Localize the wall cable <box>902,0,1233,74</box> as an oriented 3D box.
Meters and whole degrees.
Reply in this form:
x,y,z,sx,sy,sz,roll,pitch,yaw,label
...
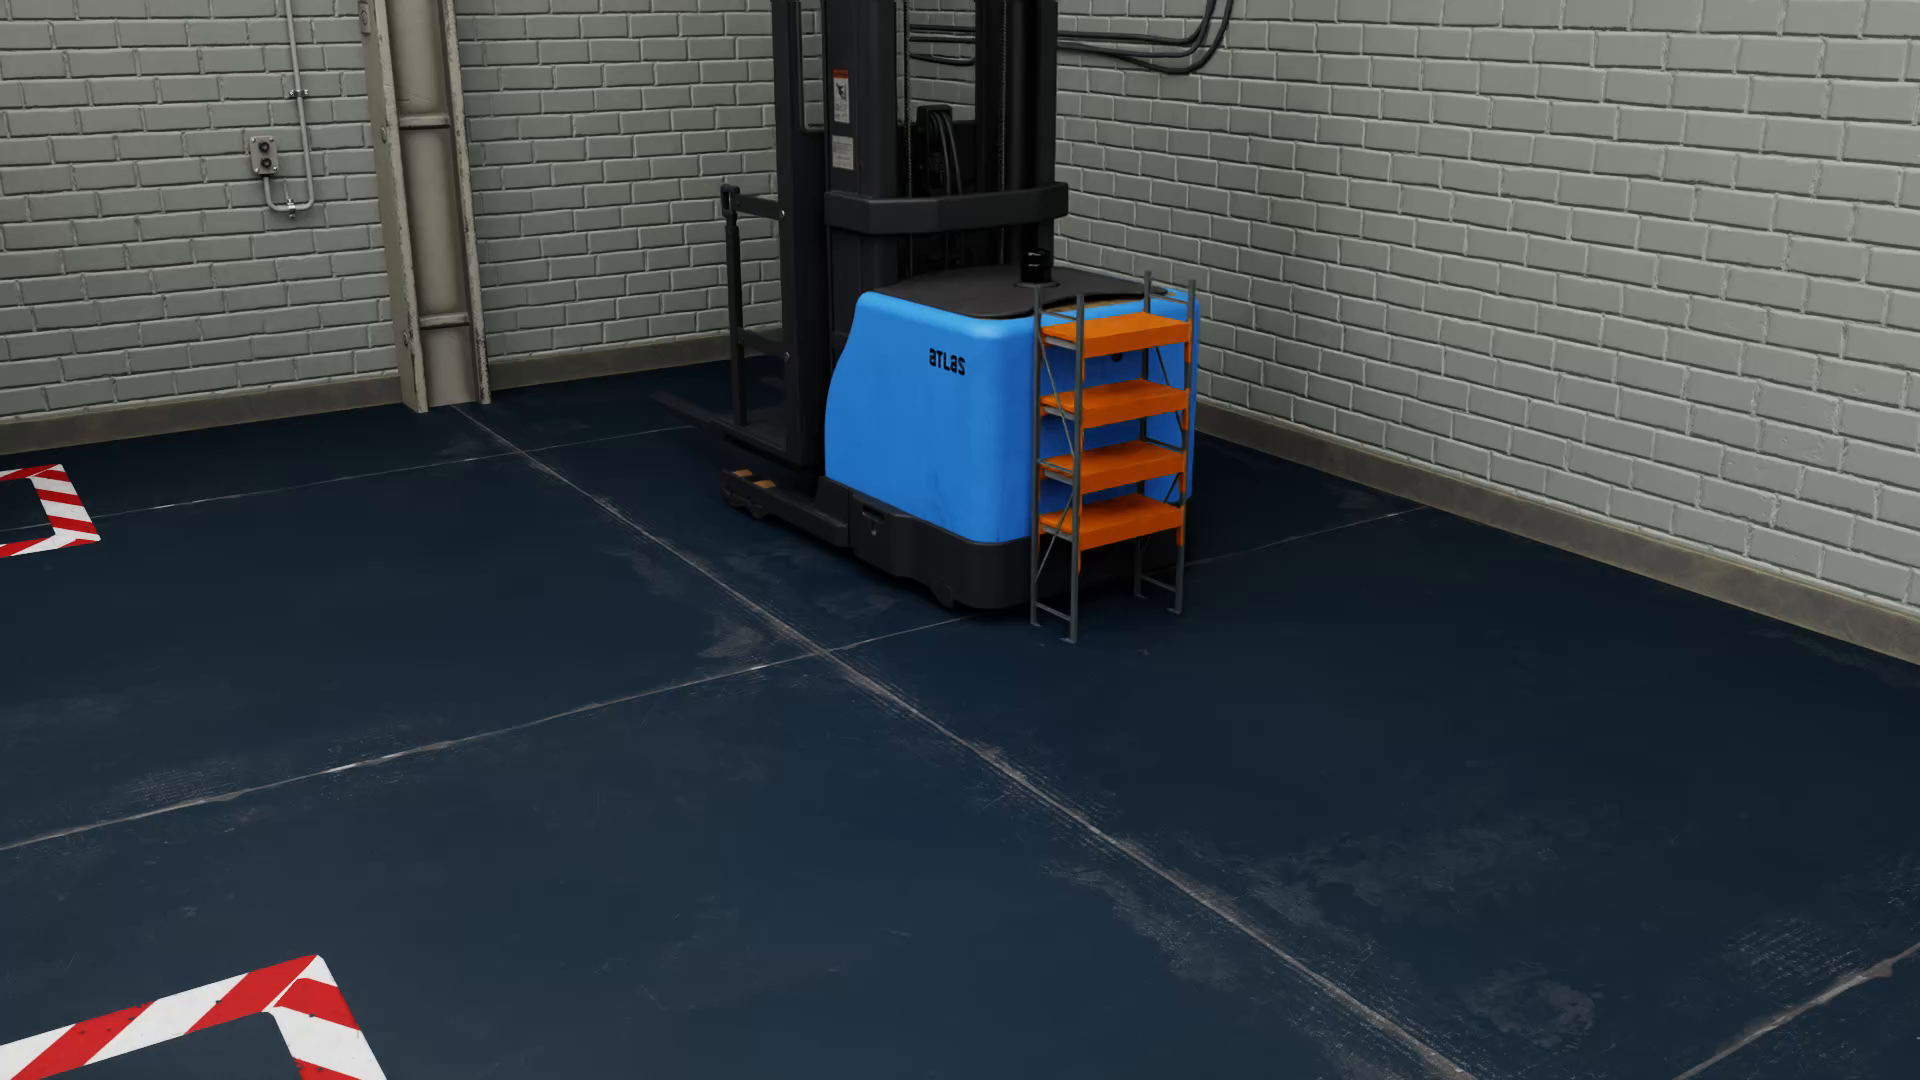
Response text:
x,y,z,sx,sy,sz,roll,pitch,yaw,label
0.381,-3.728,8.568,0.112,2.526,3.097,-12,22,-31,wall cable

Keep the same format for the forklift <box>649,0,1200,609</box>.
x,y,z,sx,sy,sz,roll,pitch,yaw,label
-0.374,-1.556,6.771,1.130,2.935,3.031,-13,23,-33,forklift

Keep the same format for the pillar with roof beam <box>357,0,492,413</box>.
x,y,z,sx,sy,sz,roll,pitch,yaw,label
-0.392,-3.853,4.092,0.400,9.000,9.100,-12,22,-31,pillar with roof beam

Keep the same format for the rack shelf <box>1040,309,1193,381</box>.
x,y,z,sx,sy,sz,roll,pitch,yaw,label
0.519,-0.661,5.597,0.480,0.148,0.258,-13,23,-34,rack shelf

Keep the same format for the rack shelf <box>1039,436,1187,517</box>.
x,y,z,sx,sy,sz,roll,pitch,yaw,label
0.520,-0.224,5.744,0.480,0.148,0.258,-13,23,-34,rack shelf

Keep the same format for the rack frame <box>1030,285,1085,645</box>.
x,y,z,sx,sy,sz,roll,pitch,yaw,label
0.322,-0.242,5.586,0.015,1.200,0.240,-13,23,-34,rack frame

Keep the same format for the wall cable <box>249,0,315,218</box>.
x,y,z,sx,sy,sz,roll,pitch,yaw,label
-3.990,-2.416,7.621,1.851,1.984,0.084,-12,22,-31,wall cable

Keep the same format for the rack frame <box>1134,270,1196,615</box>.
x,y,z,sx,sy,sz,roll,pitch,yaw,label
0.717,-0.334,5.858,0.015,1.200,0.240,-13,23,-34,rack frame

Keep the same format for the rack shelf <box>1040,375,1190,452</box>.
x,y,z,sx,sy,sz,roll,pitch,yaw,label
0.519,-0.436,5.673,0.480,0.148,0.258,-13,23,-34,rack shelf

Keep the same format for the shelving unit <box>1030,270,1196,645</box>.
x,y,z,sx,sy,sz,roll,pitch,yaw,label
0.520,-0.288,5.722,0.503,1.200,0.258,-13,23,-34,shelving unit

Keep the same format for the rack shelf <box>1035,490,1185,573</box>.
x,y,z,sx,sy,sz,roll,pitch,yaw,label
0.520,-0.036,5.807,0.480,0.148,0.258,-13,23,-34,rack shelf
